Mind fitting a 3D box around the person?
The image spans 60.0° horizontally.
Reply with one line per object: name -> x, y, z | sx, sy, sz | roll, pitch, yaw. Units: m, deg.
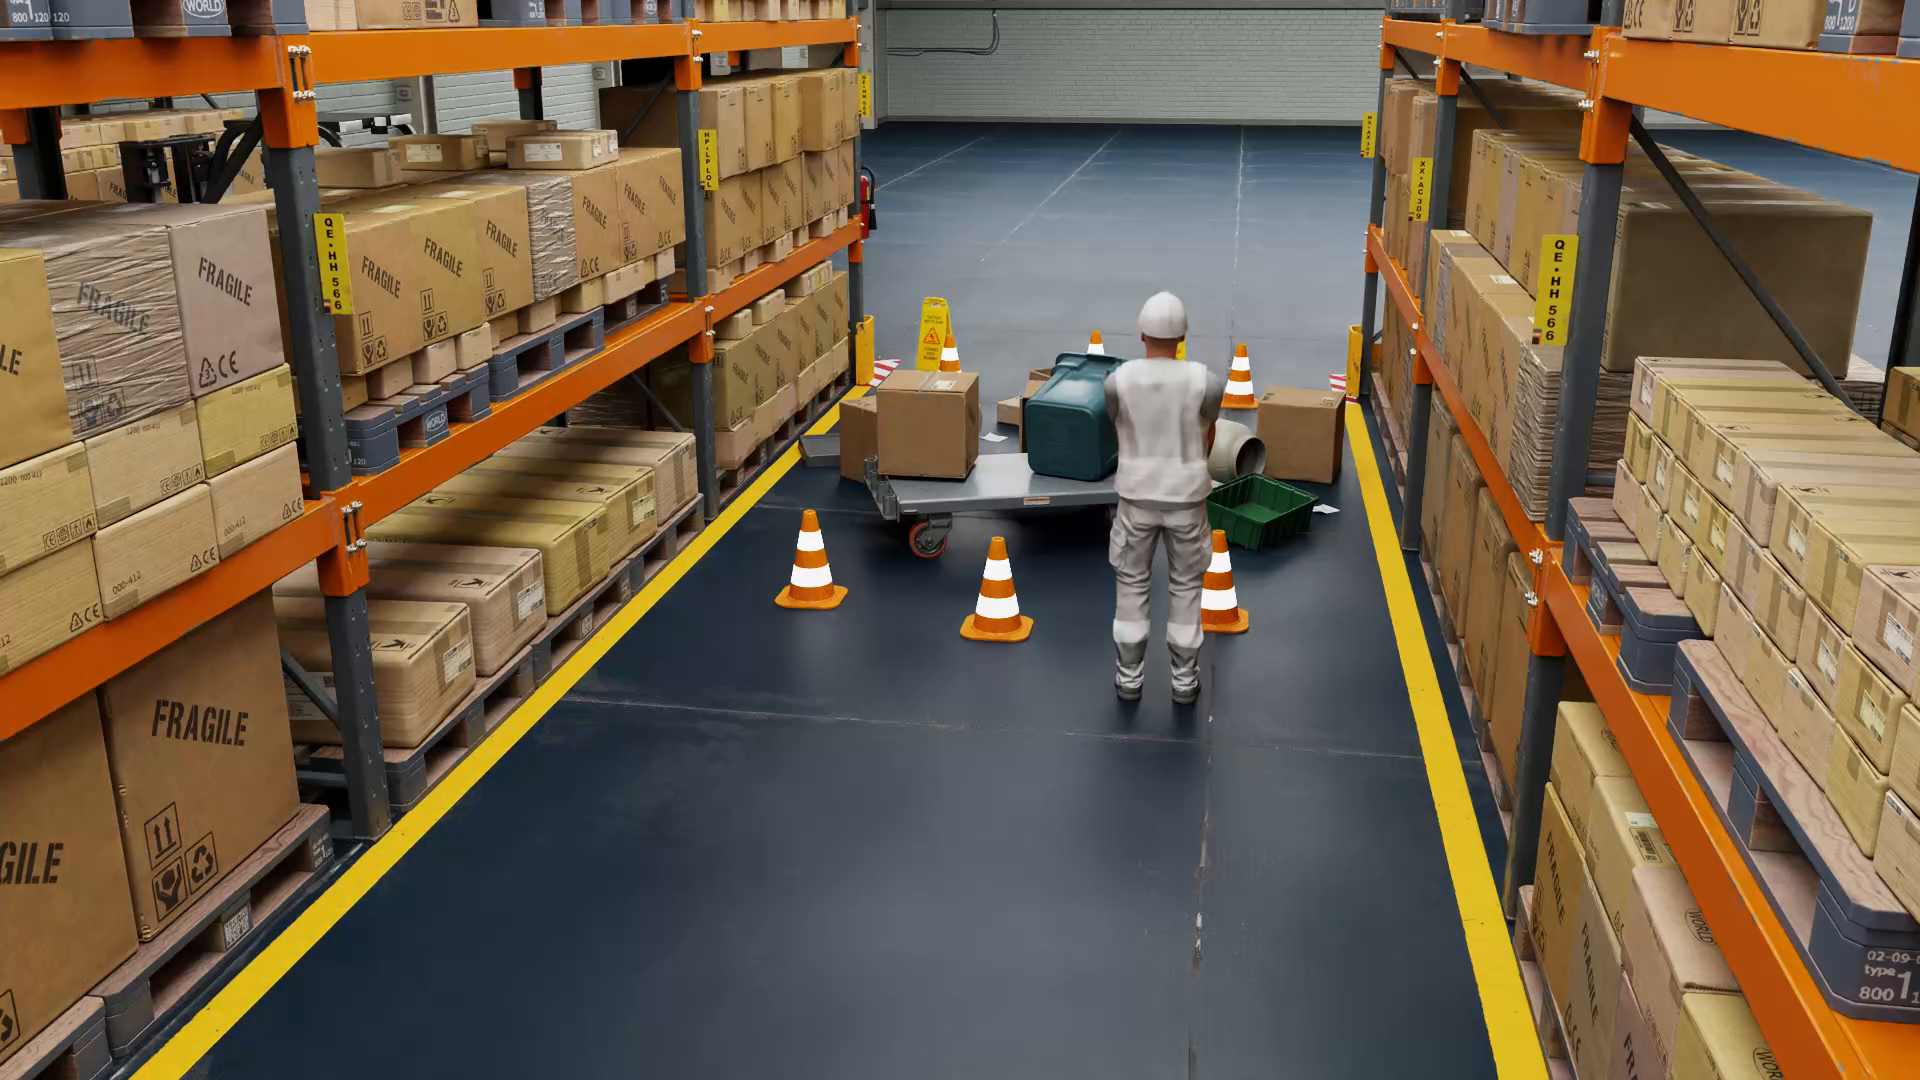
person -> 0.863, -0.201, 7.150 | 0.494, 1.783, 0.558 | 3, 18, 10
